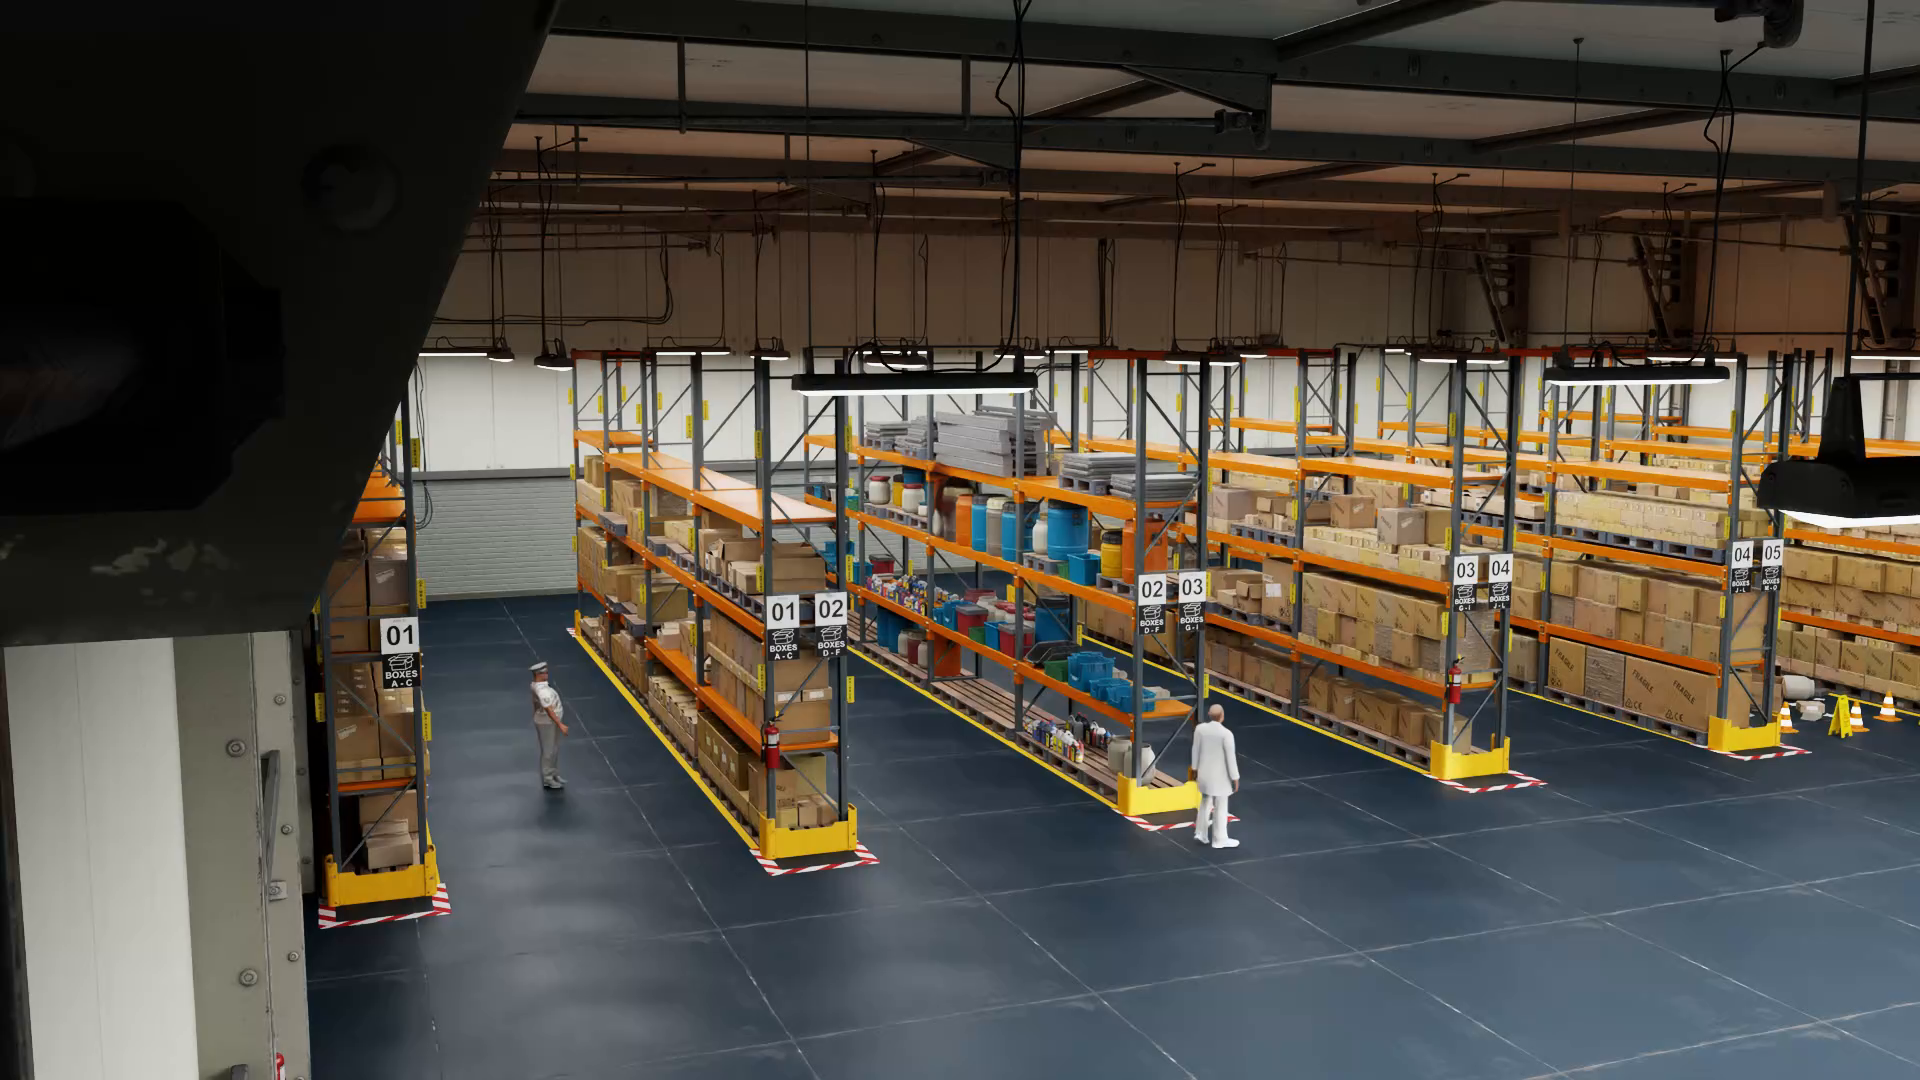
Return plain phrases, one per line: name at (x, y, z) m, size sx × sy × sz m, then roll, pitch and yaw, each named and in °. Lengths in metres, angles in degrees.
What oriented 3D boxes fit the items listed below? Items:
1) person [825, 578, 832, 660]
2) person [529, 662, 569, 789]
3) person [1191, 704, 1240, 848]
person at (-2.692, 1.498, 32.173) m, size 0.458 × 1.680 × 0.416 m, roll 6°, pitch 9°, yaw 41°
person at (-5.734, 2.591, 23.297) m, size 0.581 × 1.801 × 0.631 m, roll 0°, pitch 7°, yaw -2°
person at (3.168, 2.940, 20.557) m, size 0.697 × 1.859 × 0.420 m, roll 7°, pitch 10°, yaw 44°
